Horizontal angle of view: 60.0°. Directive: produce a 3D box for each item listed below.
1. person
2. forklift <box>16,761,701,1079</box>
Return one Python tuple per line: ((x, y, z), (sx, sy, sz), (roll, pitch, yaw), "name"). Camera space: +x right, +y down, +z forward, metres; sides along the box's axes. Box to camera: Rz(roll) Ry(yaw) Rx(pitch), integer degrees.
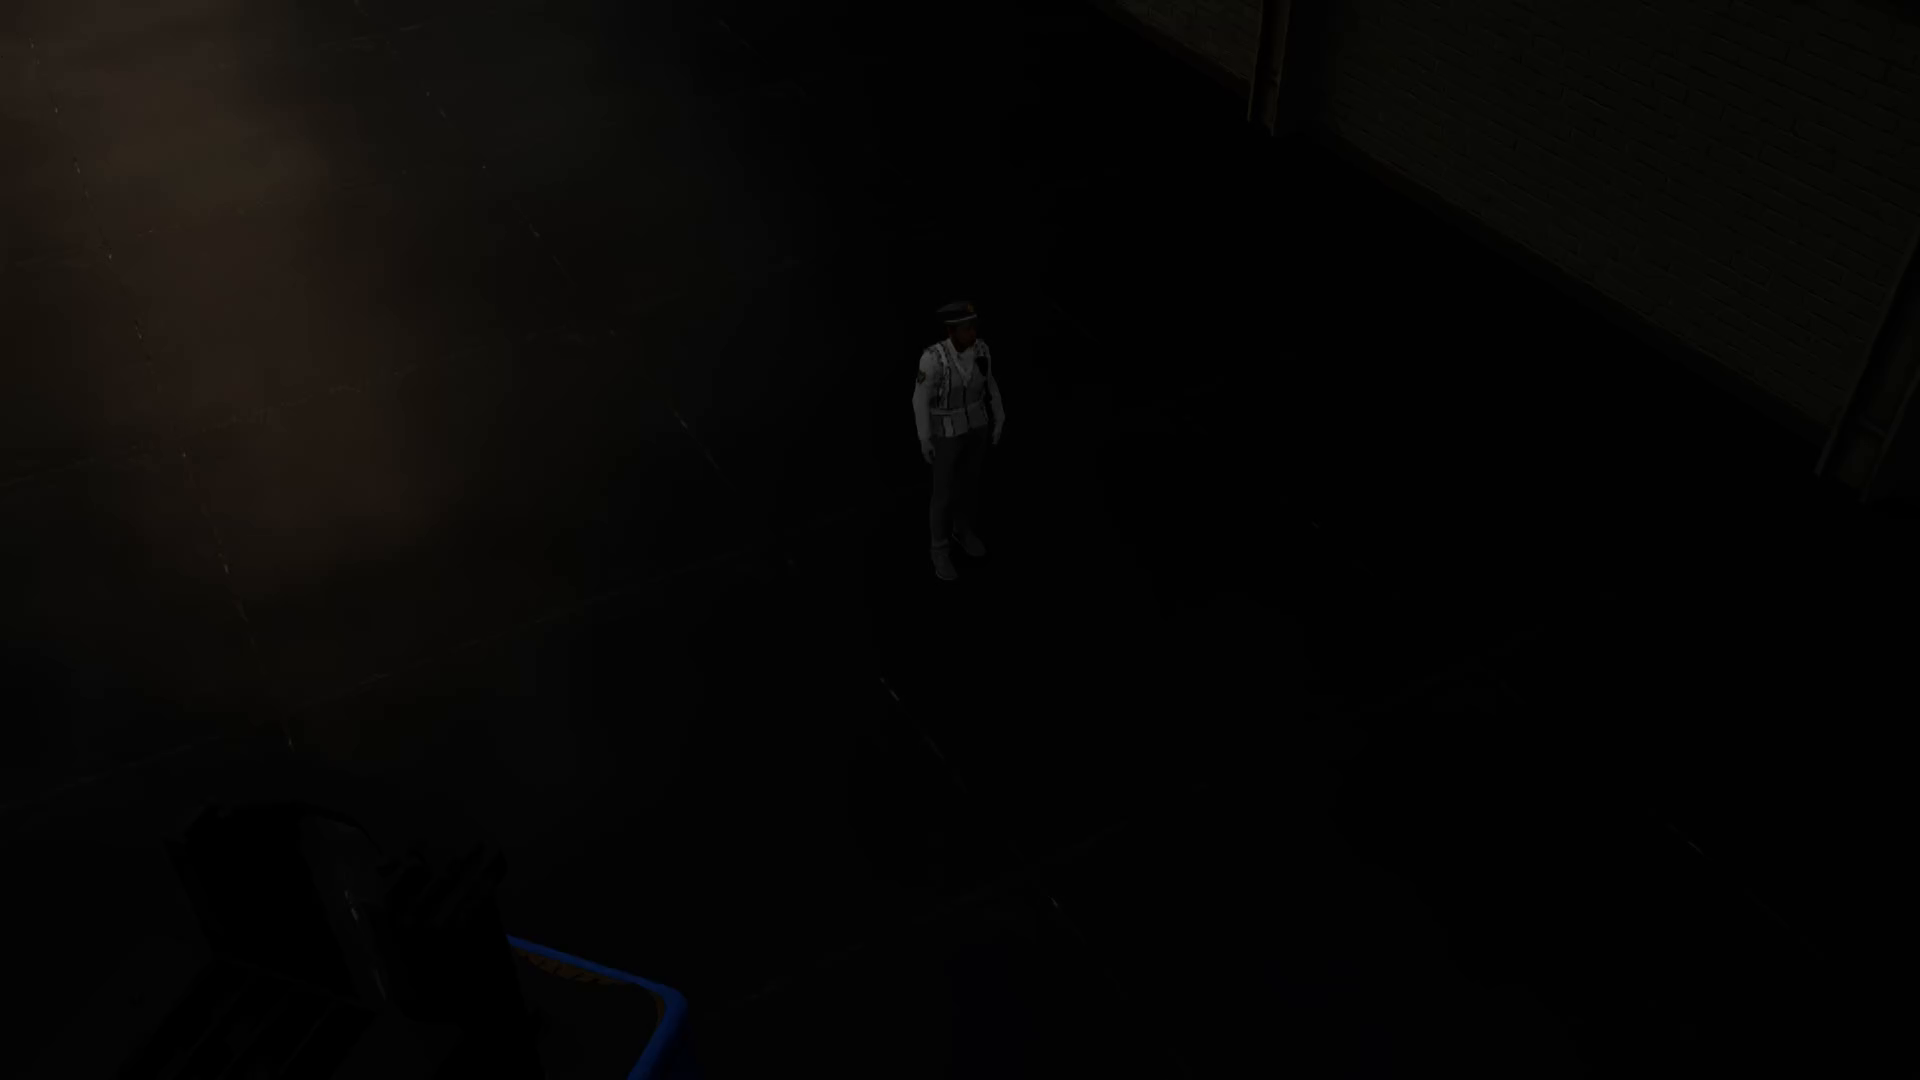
((0.028, -0.618, 9.738), (0.586, 1.695, 0.533), (-20, 44, -23), "person")
((-2.029, 2.251, 5.322), (1.130, 2.935, 3.031), (13, 41, 15), "forklift")
